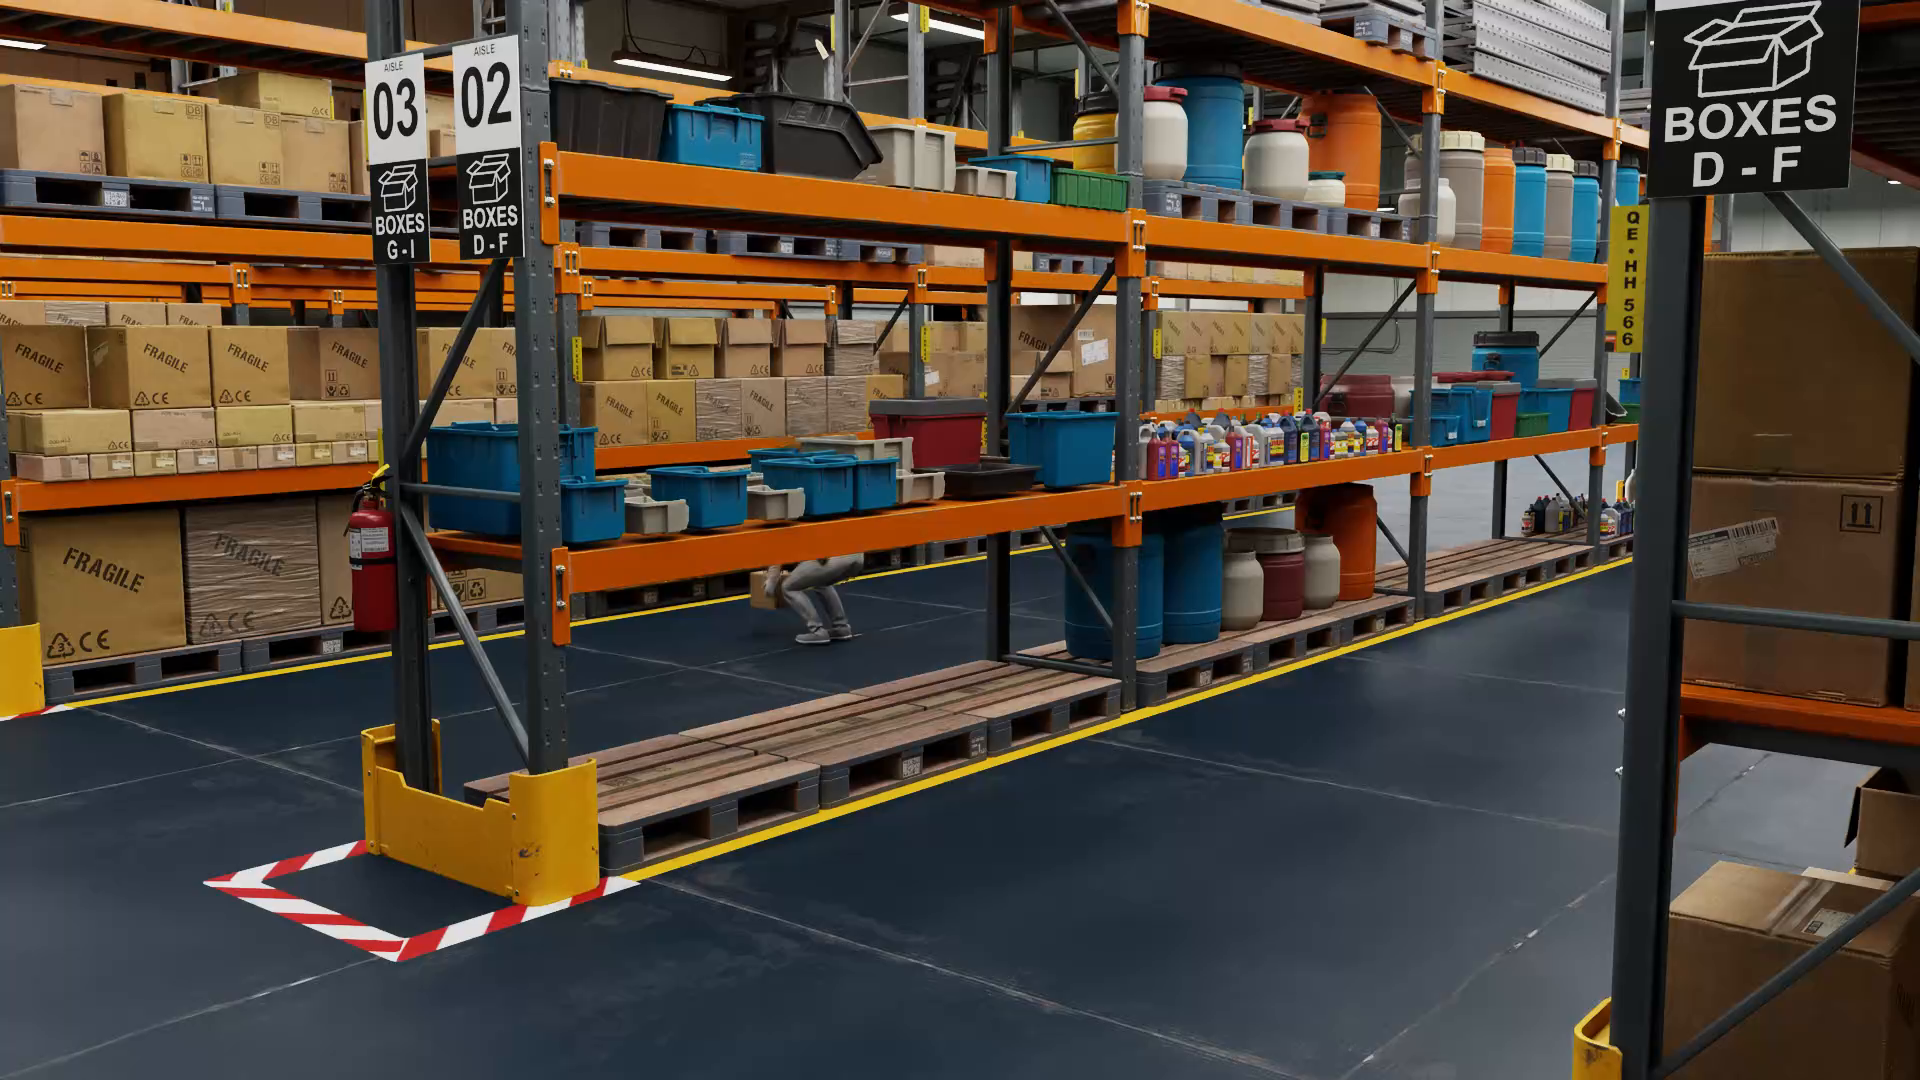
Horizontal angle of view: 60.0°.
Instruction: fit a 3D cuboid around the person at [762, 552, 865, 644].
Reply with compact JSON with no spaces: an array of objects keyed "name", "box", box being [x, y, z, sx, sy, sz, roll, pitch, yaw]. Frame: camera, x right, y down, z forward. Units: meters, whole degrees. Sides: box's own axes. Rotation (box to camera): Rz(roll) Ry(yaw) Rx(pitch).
[{"name":"person","box":[-1.058,0.140,11.709,0.796,1.163,0.520,5,9,38]}]
